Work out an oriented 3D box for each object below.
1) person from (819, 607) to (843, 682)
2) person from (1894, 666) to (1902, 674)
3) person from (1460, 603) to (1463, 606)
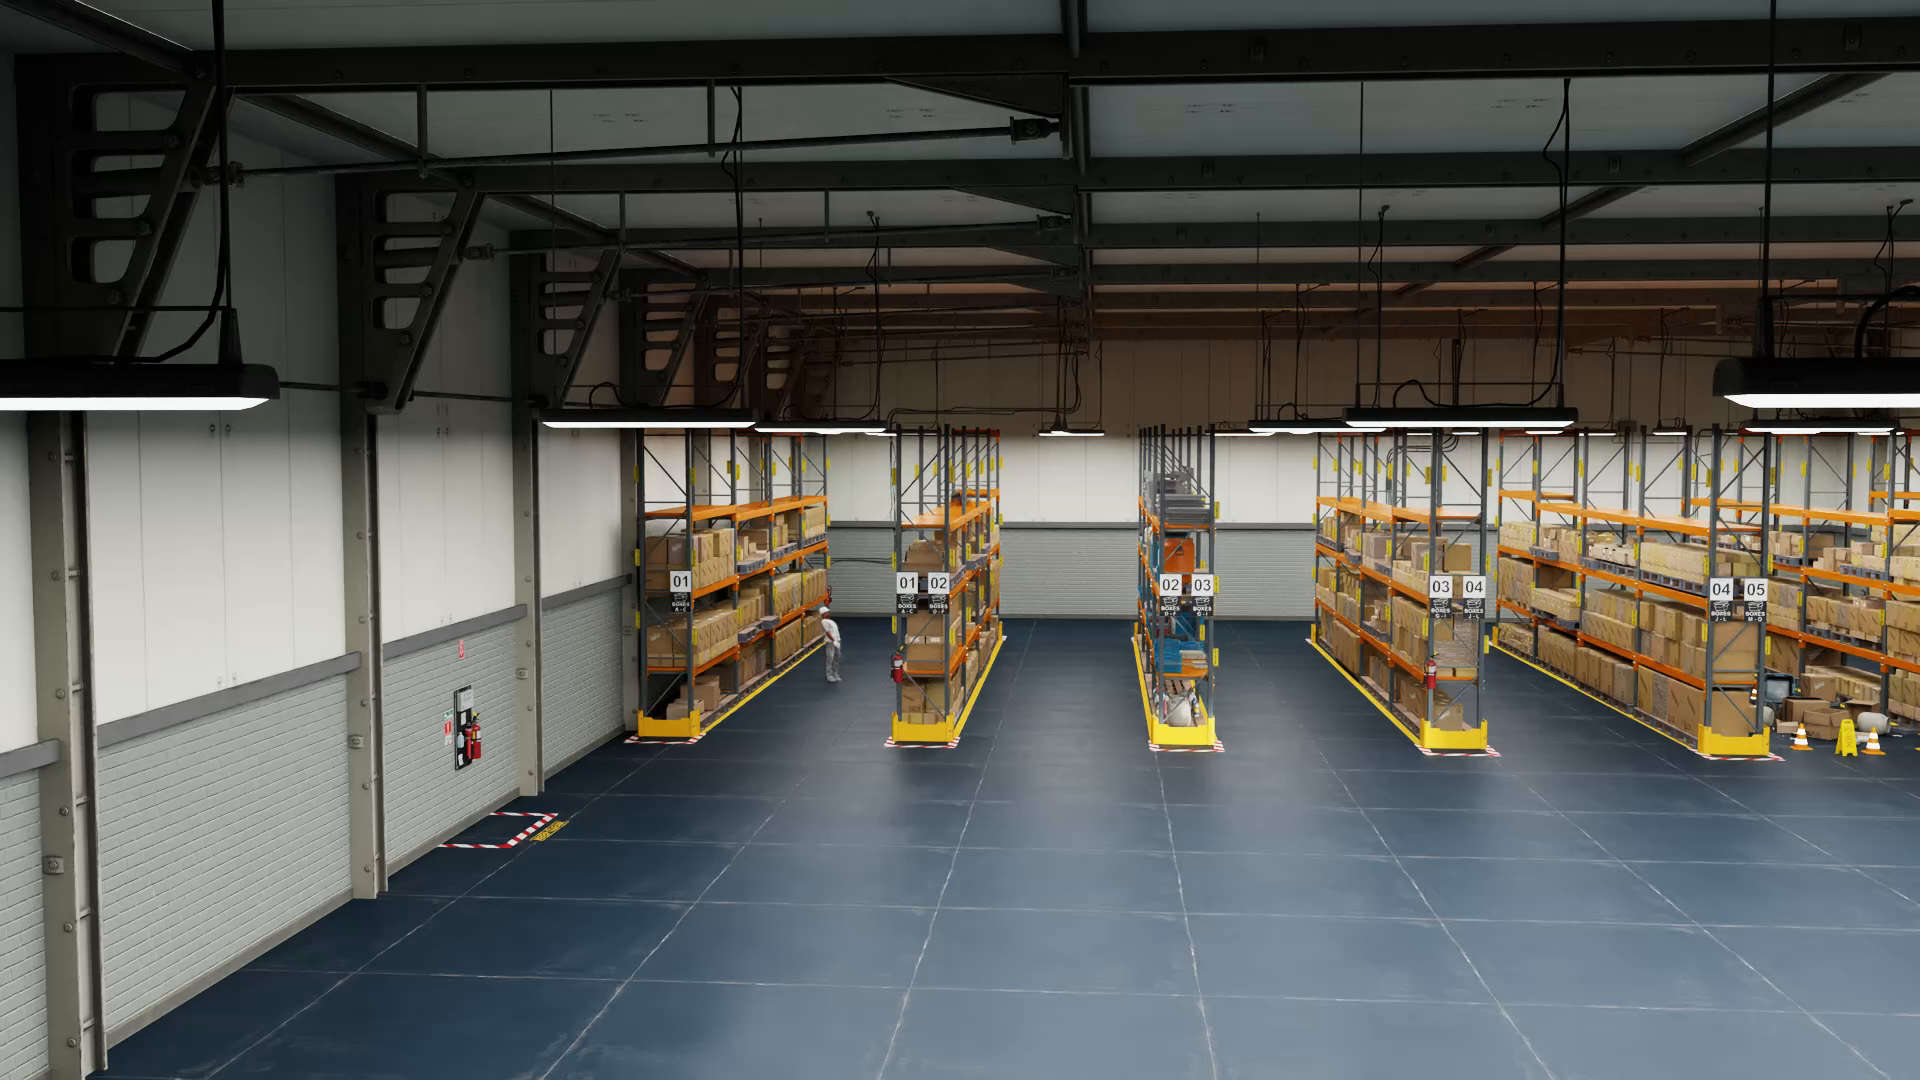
[{"bbox_3d":[-2.997,2.467,39.296,0.666,1.797,0.678,2,4,27],"label":"person"},{"bbox_3d":[21.743,2.535,38.211,0.653,1.750,0.694,-2,4,-36],"label":"person"},{"bbox_3d":[13.534,2.187,44.235,0.525,1.609,1.006,0,4,7],"label":"person"}]
